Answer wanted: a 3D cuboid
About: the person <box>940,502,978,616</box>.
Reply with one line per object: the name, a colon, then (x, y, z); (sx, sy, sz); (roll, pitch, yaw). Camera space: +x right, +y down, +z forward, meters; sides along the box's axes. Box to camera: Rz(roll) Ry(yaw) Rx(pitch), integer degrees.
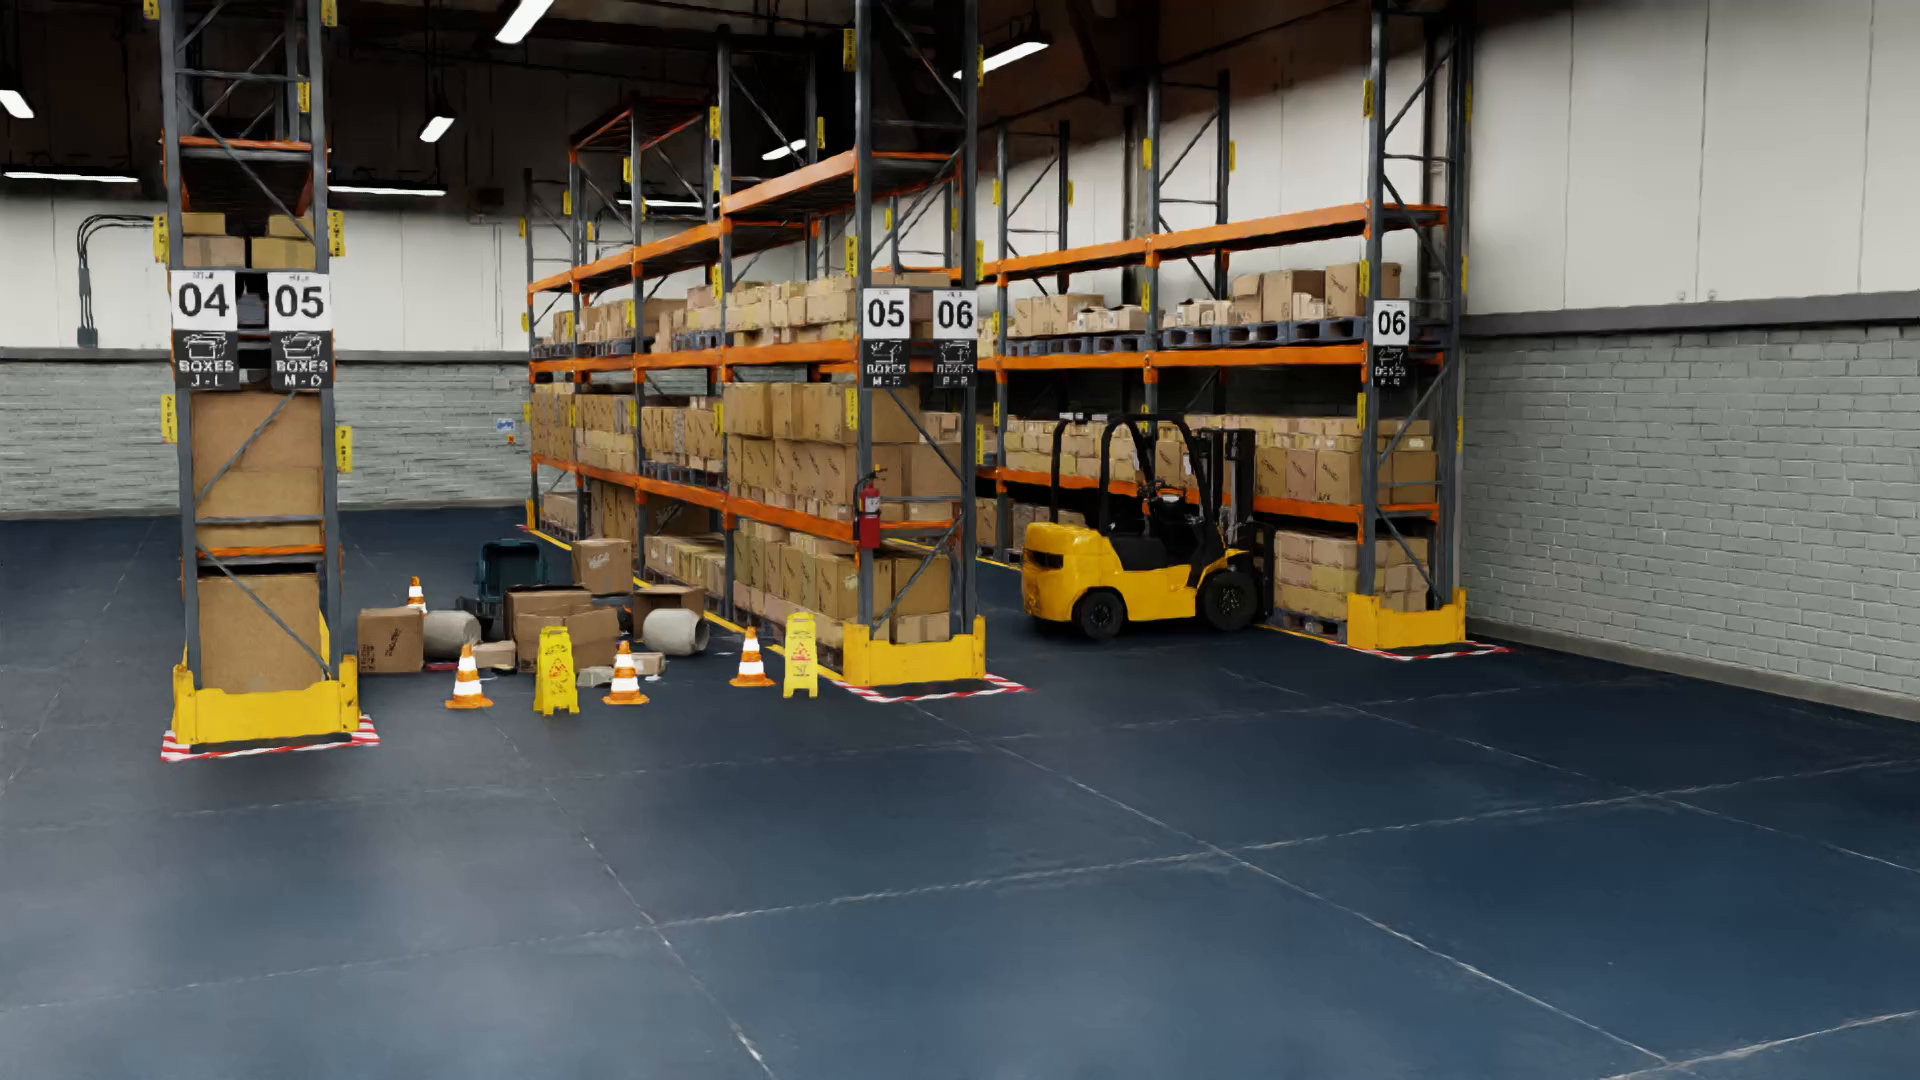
person: (-0.121, -0.102, 17.477); (0.589, 1.764, 0.696); (-1, 5, -8)
